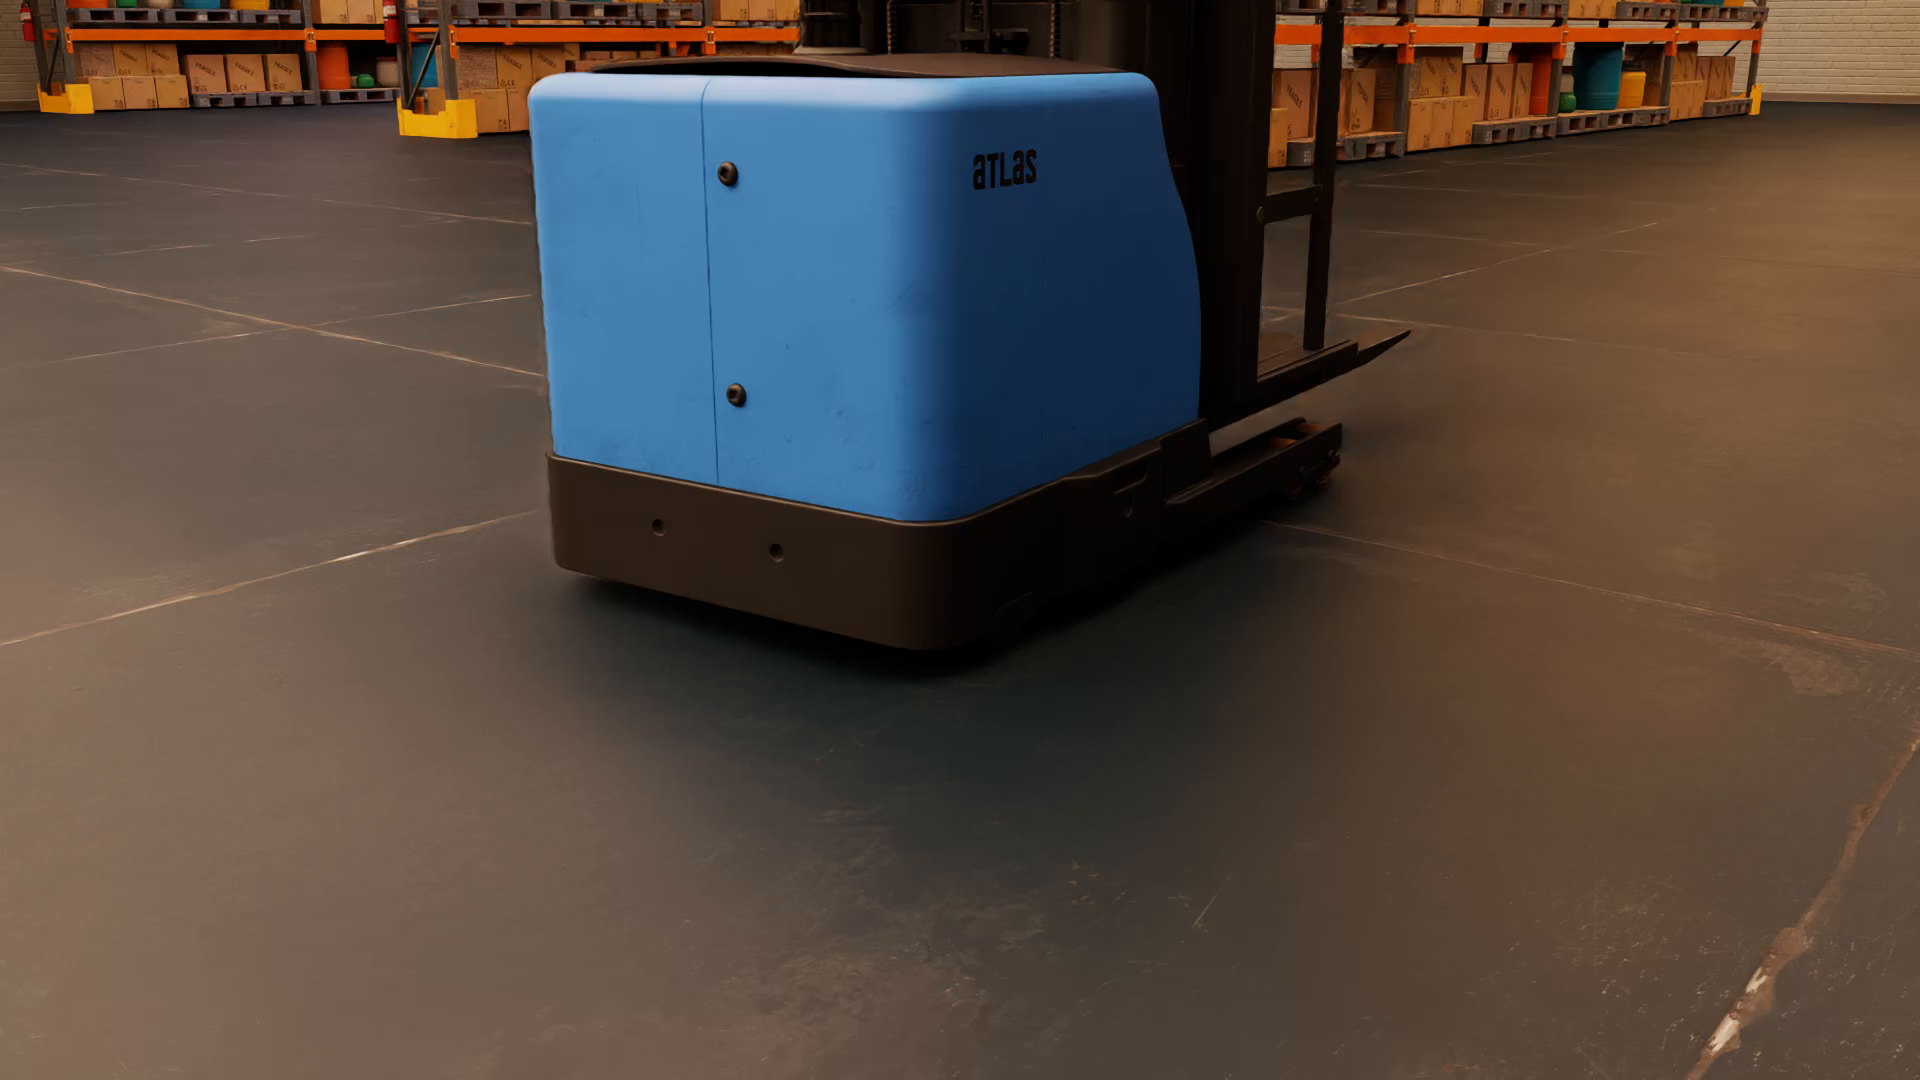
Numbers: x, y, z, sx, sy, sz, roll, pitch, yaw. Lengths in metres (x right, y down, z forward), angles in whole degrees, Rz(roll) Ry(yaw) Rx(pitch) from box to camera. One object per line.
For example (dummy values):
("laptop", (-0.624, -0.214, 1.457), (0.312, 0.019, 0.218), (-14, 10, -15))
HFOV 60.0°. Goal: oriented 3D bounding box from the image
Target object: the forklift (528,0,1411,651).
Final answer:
("forklift", (0.364, -1.570, 4.068), (1.130, 2.935, 3.031), (11, 20, 32))
